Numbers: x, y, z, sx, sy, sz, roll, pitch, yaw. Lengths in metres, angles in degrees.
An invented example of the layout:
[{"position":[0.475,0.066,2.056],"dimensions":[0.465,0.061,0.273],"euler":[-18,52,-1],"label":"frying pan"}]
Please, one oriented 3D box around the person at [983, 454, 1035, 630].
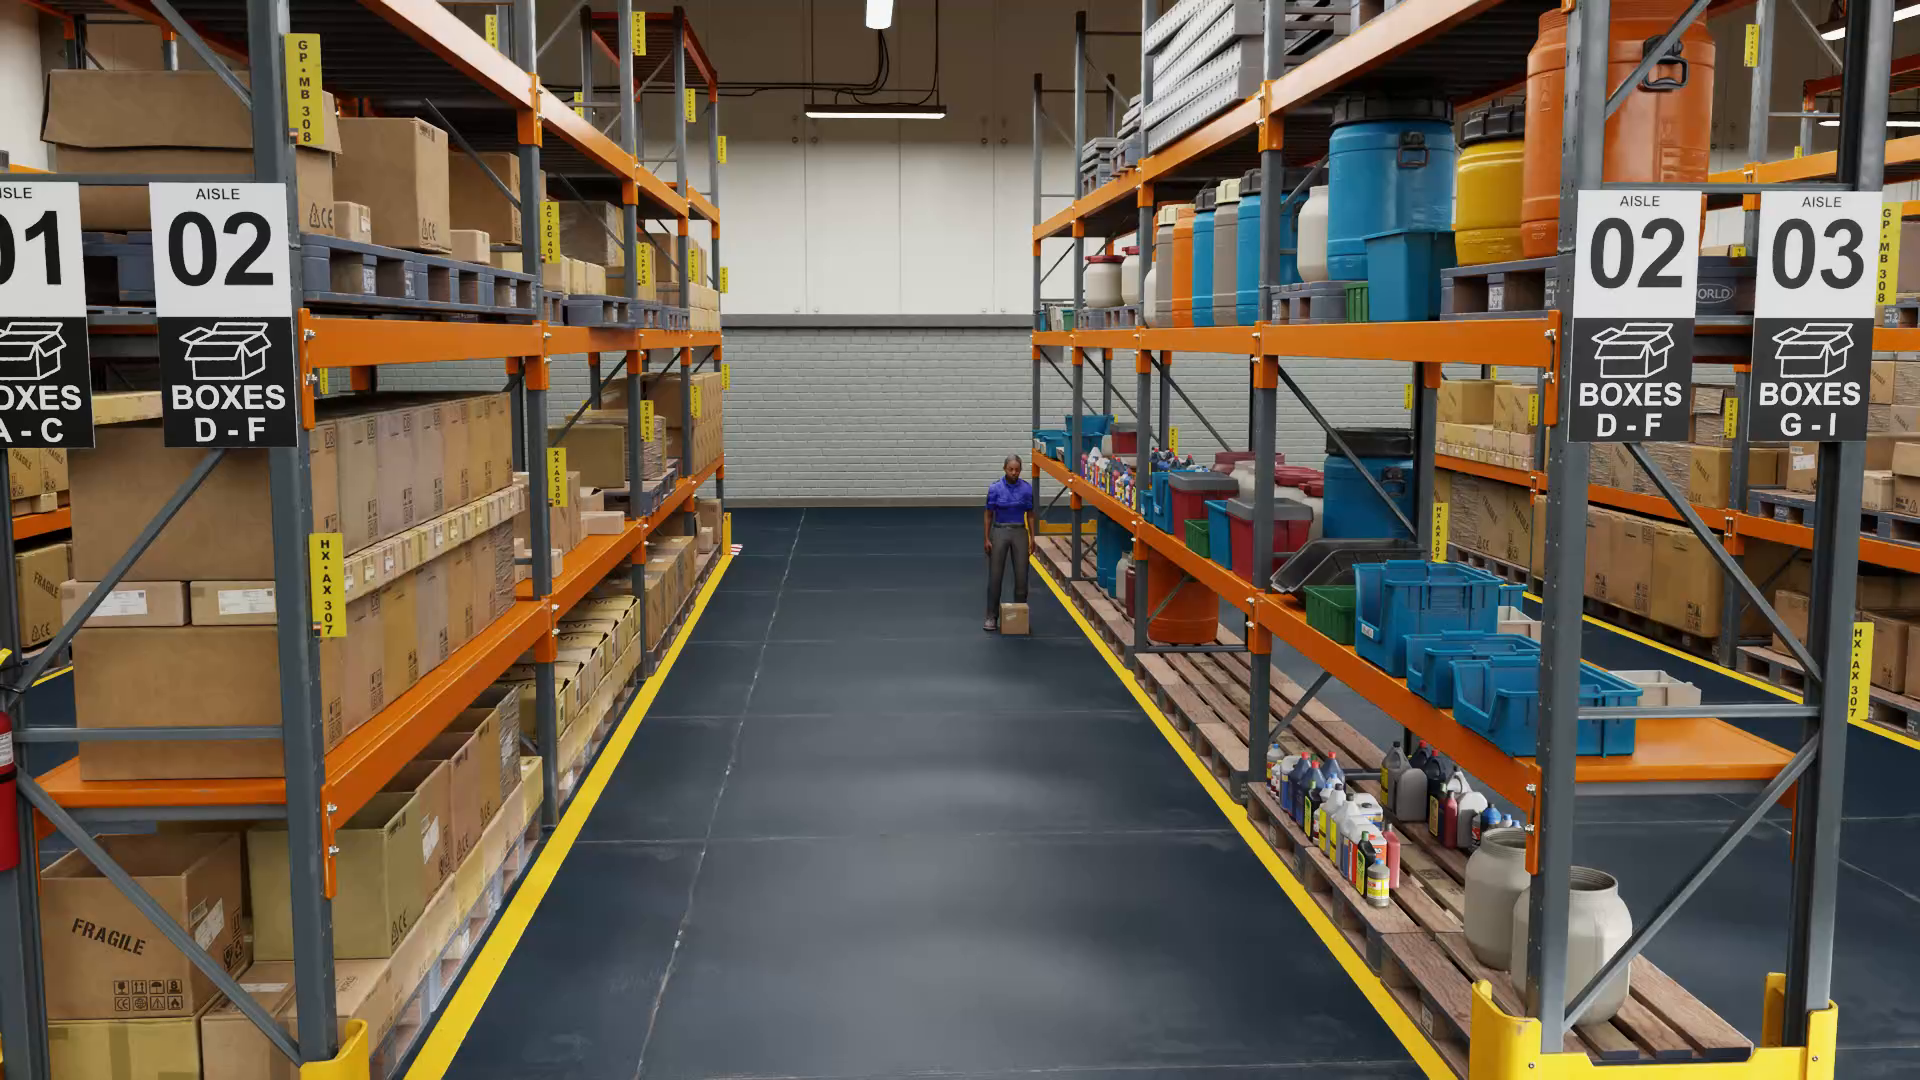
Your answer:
[{"position":[0.463,0.011,15.689],"dimensions":[0.505,1.654,0.352],"euler":[-1,7,-5],"label":"person"}]
